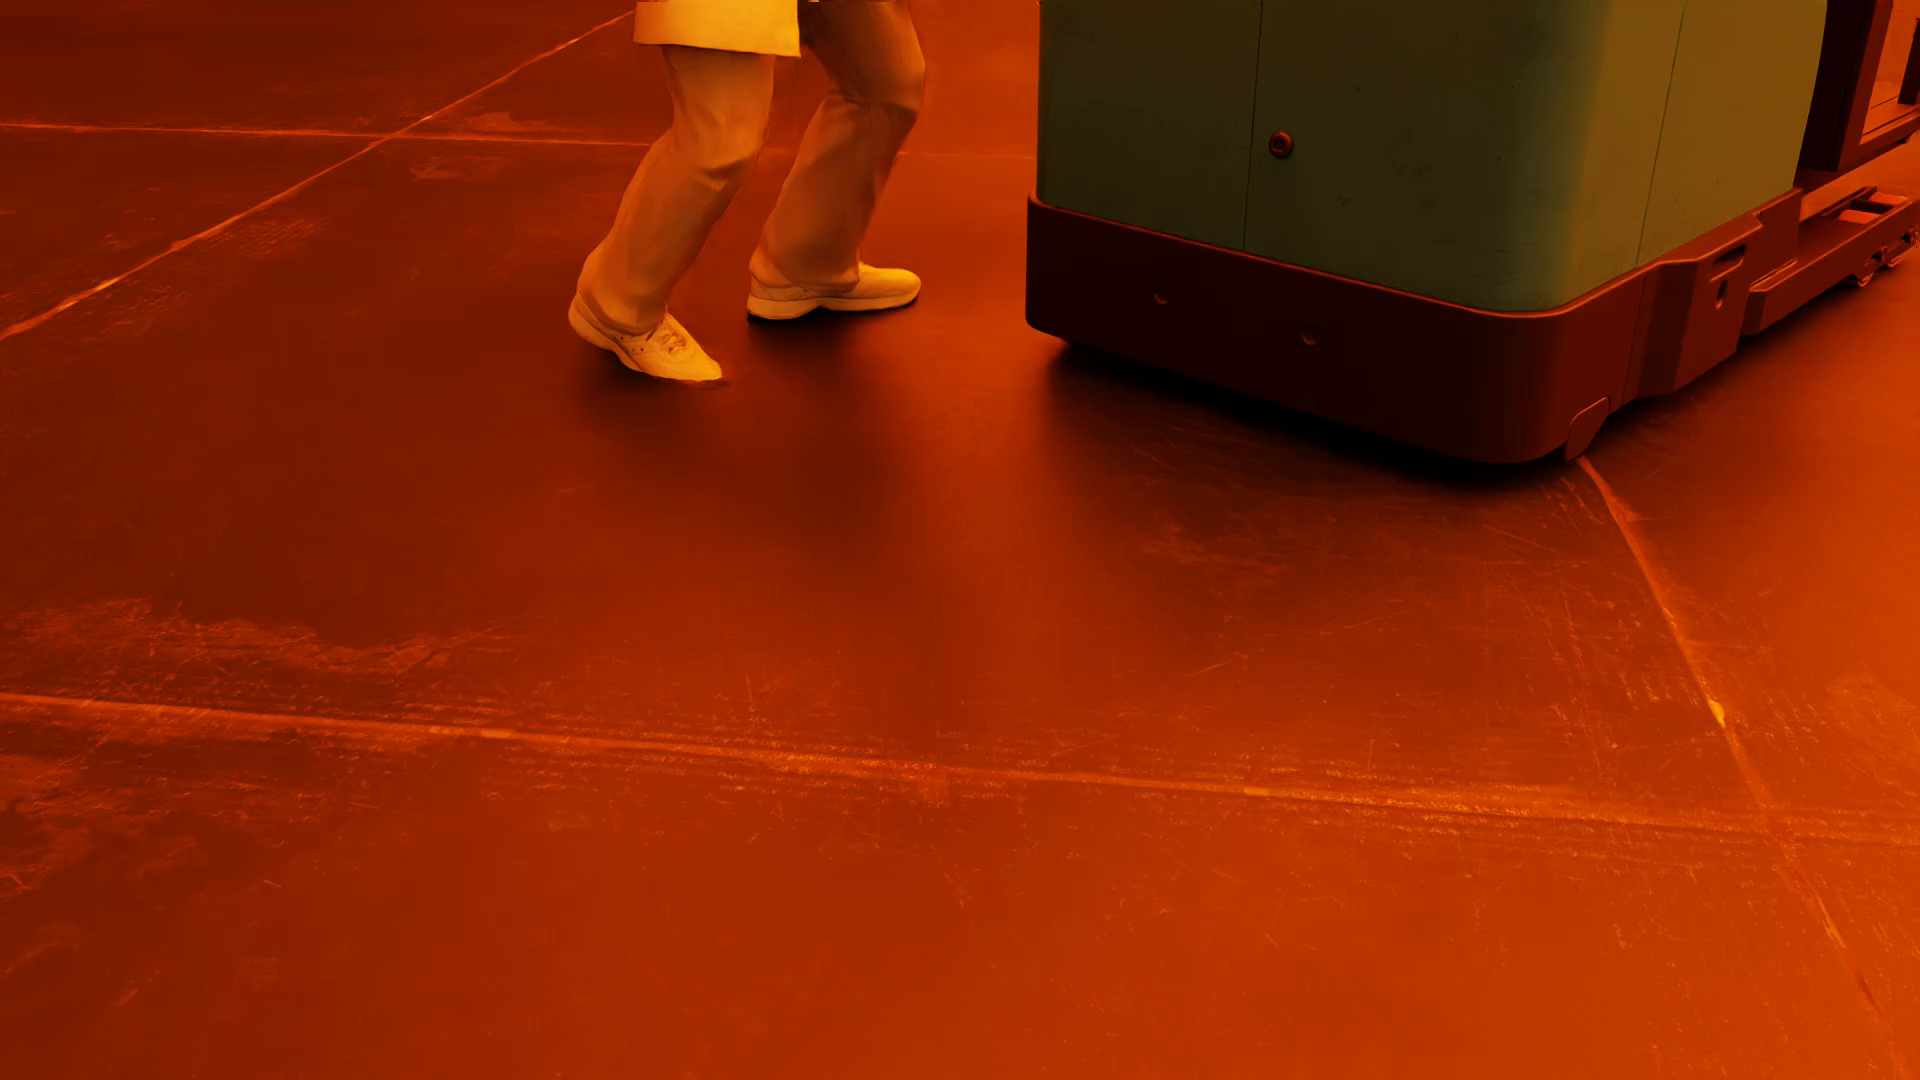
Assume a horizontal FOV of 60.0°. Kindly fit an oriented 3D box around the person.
[{"bbox_3d":[-0.432,-1.110,2.872,0.585,1.739,0.935,17,31,30],"label":"person"}]

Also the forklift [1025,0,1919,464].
[{"bbox_3d":[1.505,-1.996,3.217,1.130,2.935,3.031,23,35,38],"label":"forklift"}]
